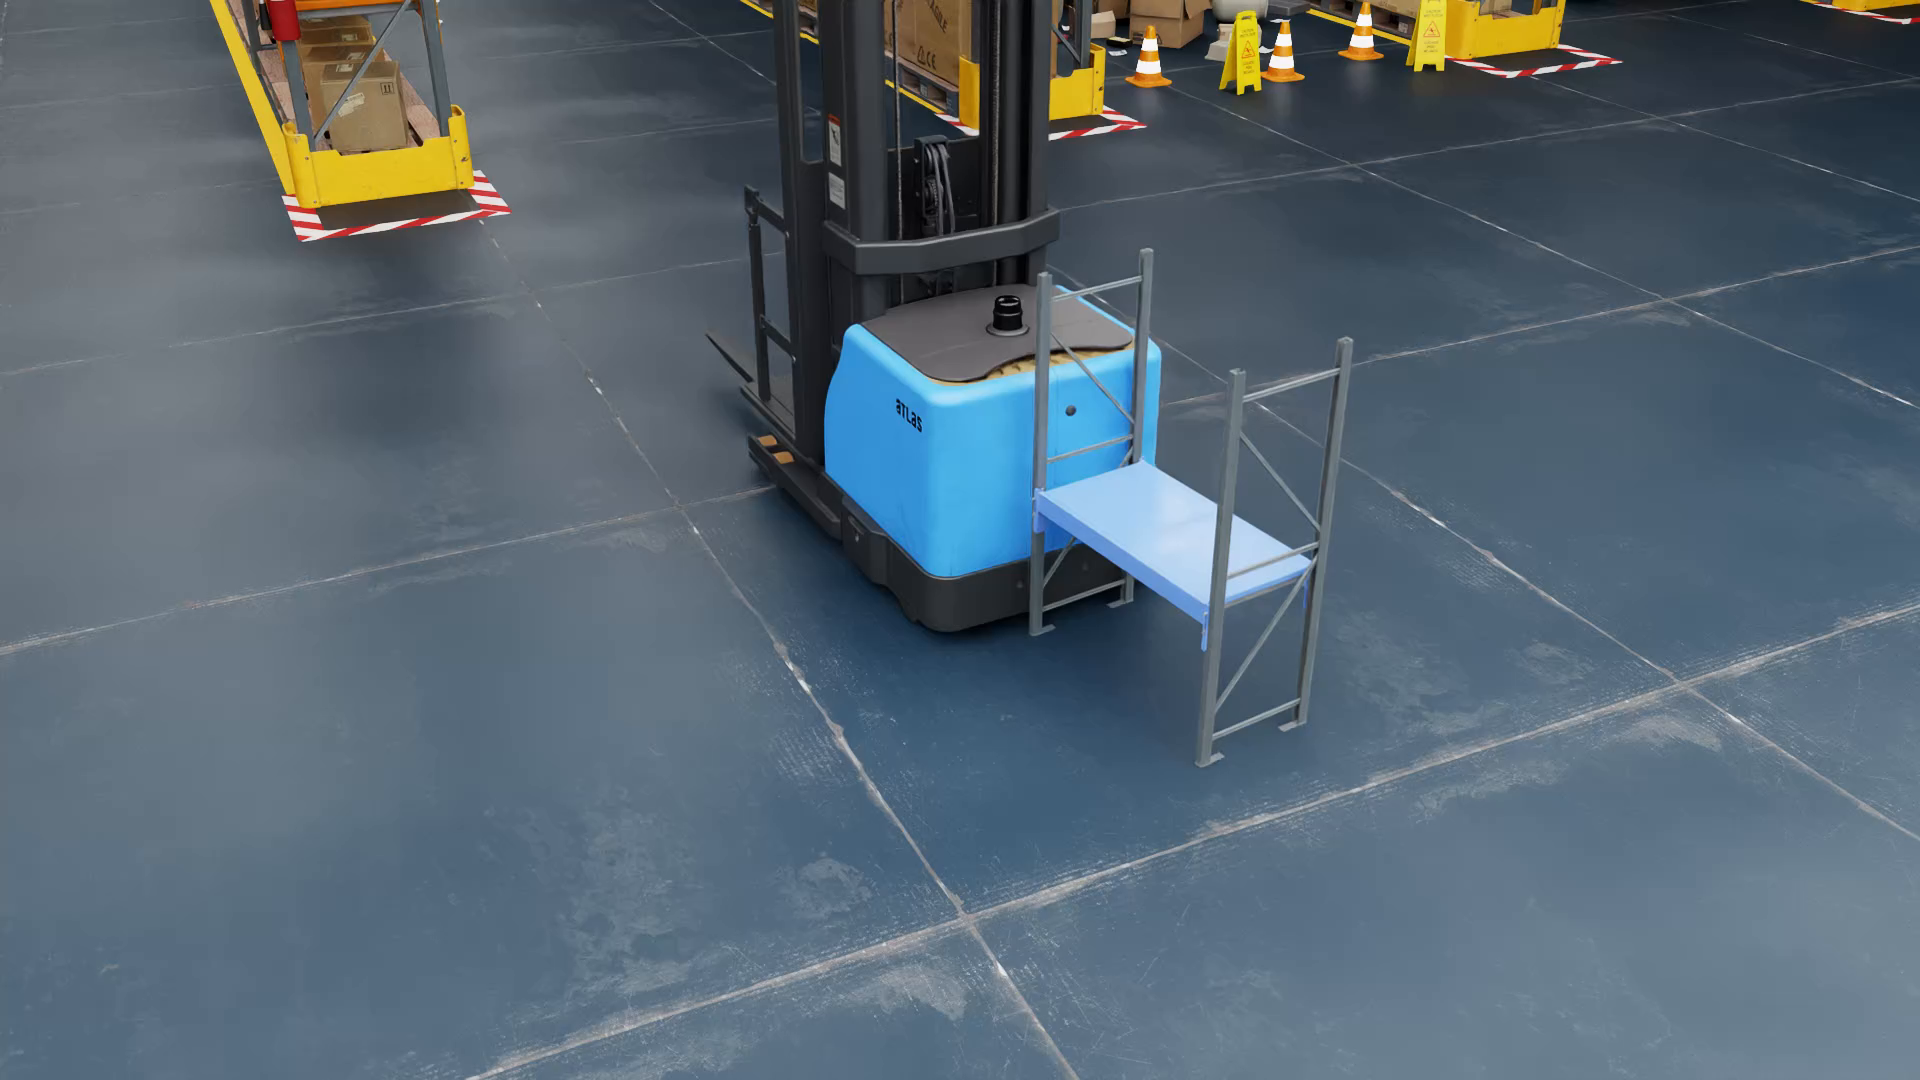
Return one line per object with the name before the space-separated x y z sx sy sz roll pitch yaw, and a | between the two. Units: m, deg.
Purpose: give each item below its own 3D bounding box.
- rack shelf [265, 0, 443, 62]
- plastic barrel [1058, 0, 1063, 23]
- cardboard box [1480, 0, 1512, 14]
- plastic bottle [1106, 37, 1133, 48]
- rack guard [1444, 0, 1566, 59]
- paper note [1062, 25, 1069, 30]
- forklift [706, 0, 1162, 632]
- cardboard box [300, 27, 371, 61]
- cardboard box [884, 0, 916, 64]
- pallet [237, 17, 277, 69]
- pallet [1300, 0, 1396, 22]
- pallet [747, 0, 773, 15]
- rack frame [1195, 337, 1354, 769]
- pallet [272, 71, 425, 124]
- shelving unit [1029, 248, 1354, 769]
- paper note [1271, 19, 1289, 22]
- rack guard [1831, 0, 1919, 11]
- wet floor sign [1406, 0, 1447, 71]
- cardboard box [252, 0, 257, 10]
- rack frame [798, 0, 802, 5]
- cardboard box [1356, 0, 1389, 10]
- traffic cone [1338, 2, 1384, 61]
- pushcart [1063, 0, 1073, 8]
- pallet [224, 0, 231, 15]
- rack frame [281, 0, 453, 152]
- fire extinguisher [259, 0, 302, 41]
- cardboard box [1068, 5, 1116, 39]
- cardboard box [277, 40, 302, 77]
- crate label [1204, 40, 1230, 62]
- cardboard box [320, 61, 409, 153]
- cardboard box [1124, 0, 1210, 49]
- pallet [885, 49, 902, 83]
rack shelf | -4.821 -4.275 12.543 1.077 0.370 4.000 -13 32 -22
plastic barrel | 0.716 -5.167 16.031 0.512 0.421 0.421 7 30 13
cardboard box | 4.891 -5.185 15.811 0.500 0.250 0.500 -13 32 -22
plastic bottle | 1.454 -4.622 15.430 0.283 0.061 0.133 26 38 38
rack guard | 4.955 -4.730 15.173 1.175 0.500 0.348 -13 32 -22
paper note | 1.079 -4.955 16.064 0.172 0.023 0.155 -3 29 -5
forklift | -0.338 -1.613 7.130 1.130 2.935 3.031 -15 32 -24
cardboard box | -4.755 -3.615 12.757 0.500 0.500 0.500 -10 31 -17
cardboard box | -0.170 -4.633 14.188 0.875 0.875 0.875 -14 32 -23
pallet | -6.015 -4.600 15.237 1.003 0.211 1.213 -13 32 -22
pallet | 4.118 -5.508 16.857 1.003 0.211 1.213 -13 32 -22
pallet | -1.556 -5.578 16.982 1.003 0.211 1.213 -13 32 -22
rack frame | 1.044 0.075 5.583 0.500 1.500 0.032 -18 34 -28
pallet | -4.832 -3.427 13.146 1.003 0.211 1.213 -13 32 -22
shelving unit | 0.767 -0.134 5.955 0.538 1.500 1.048 -18 34 -28
paper note | 3.143 -5.097 16.309 0.148 0.019 0.142 26 38 38
rack guard | 9.479 -5.729 16.956 1.175 0.500 0.348 -13 32 -22
wet floor sign | 4.103 -4.451 14.528 0.267 0.644 0.232 -3 29 -5
cardboard box | -6.352 -5.312 15.761 0.700 0.500 0.500 -16 33 -26
rack frame | -1.157 -6.469 15.720 1.000 3.000 0.127 -13 32 -22
cardboard box | 4.182 -5.301 16.019 0.500 0.250 0.500 -13 32 -22
traffic cone | 3.638 -4.599 14.978 0.336 0.463 0.334 -13 32 -22
pushcart | 1.233 -5.909 17.401 0.936 0.377 1.648 26 38 38
pallet | -7.063 -5.678 17.159 1.003 0.211 1.213 -13 32 -22
rack frame | -3.963 -3.706 10.791 1.000 3.000 0.127 -13 32 -22
fire extinguisher | -4.330 -3.525 10.548 0.296 0.674 0.183 -13 32 -22
cardboard box | 1.245 -4.904 15.724 0.396 0.266 0.258 -8 30 -13
cardboard box | -5.292 -4.129 13.673 0.500 0.500 0.500 -3 29 -6
crate label | 2.388 -4.408 14.971 0.298 0.136 0.250 19 34 30
cardboard box | -4.216 -3.078 11.798 0.500 0.500 0.500 -7 30 -13
cardboard box | 1.947 -4.942 15.548 0.637 0.503 0.797 13 32 21
pallet | -0.373 -4.361 14.811 1.003 0.211 1.213 -13 32 -22
